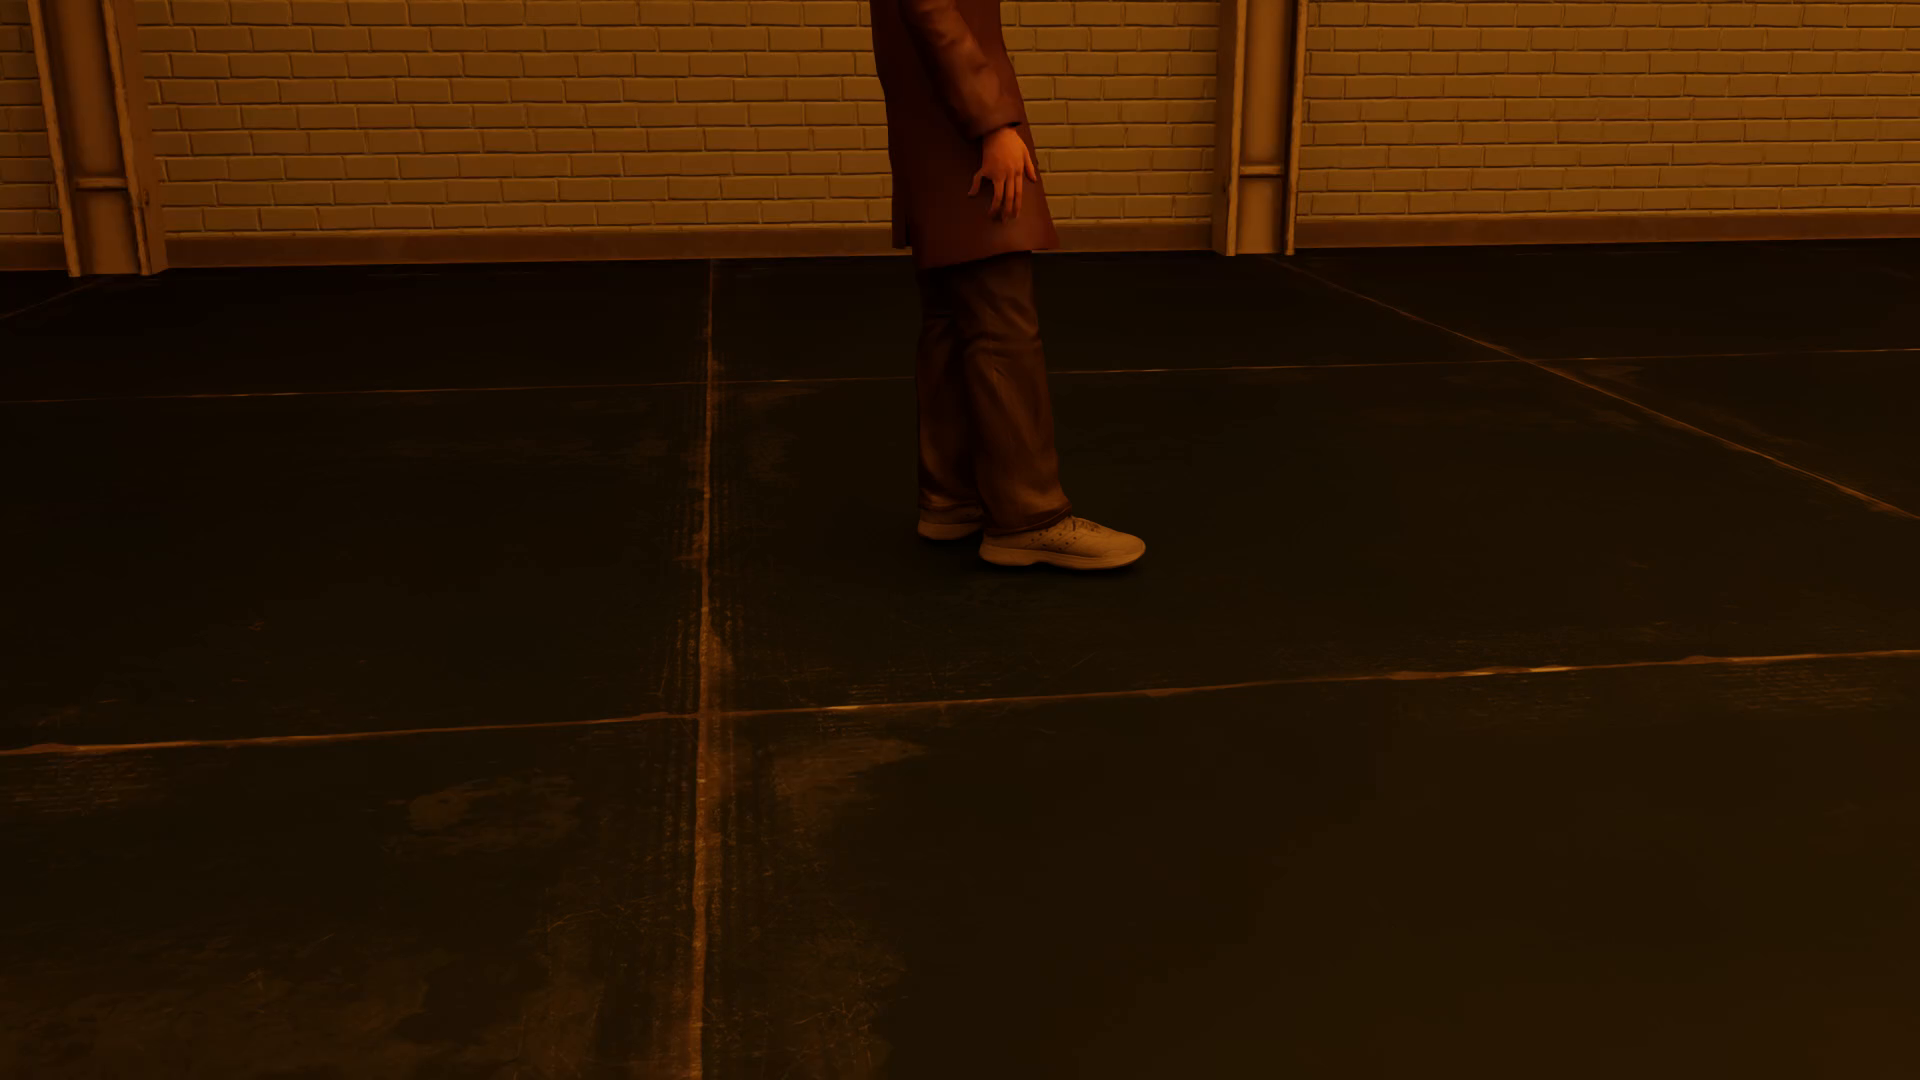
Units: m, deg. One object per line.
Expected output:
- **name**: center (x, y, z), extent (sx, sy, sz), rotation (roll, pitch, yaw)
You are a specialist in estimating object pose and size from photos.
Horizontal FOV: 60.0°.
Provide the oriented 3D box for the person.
- **person**: center (0.090, -0.860, 3.715), extent (0.582, 1.775, 0.696), rotation (-2, 17, -8)
